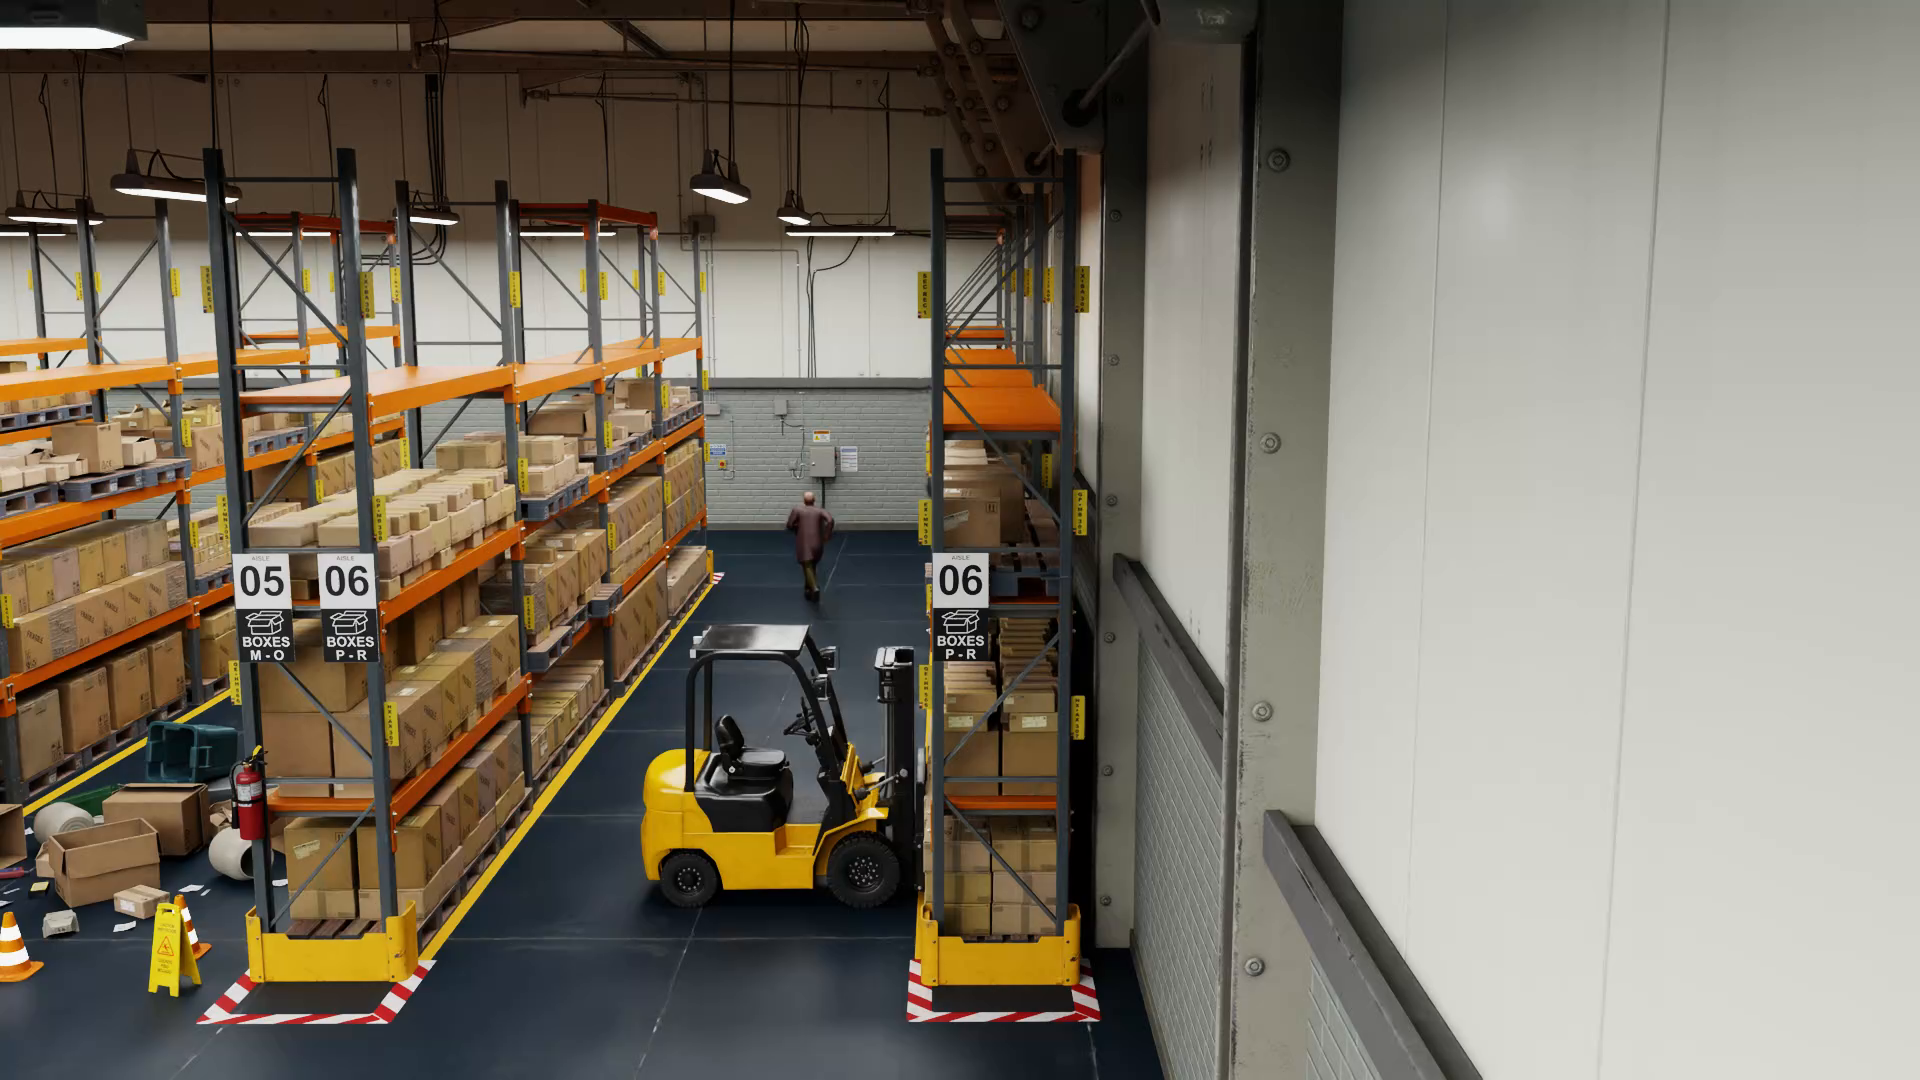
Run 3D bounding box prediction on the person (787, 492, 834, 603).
[{"bbox_3d":[-2.331,0.157,26.003,0.710,1.785,1.168,-3,10,-17],"label":"person"}]
